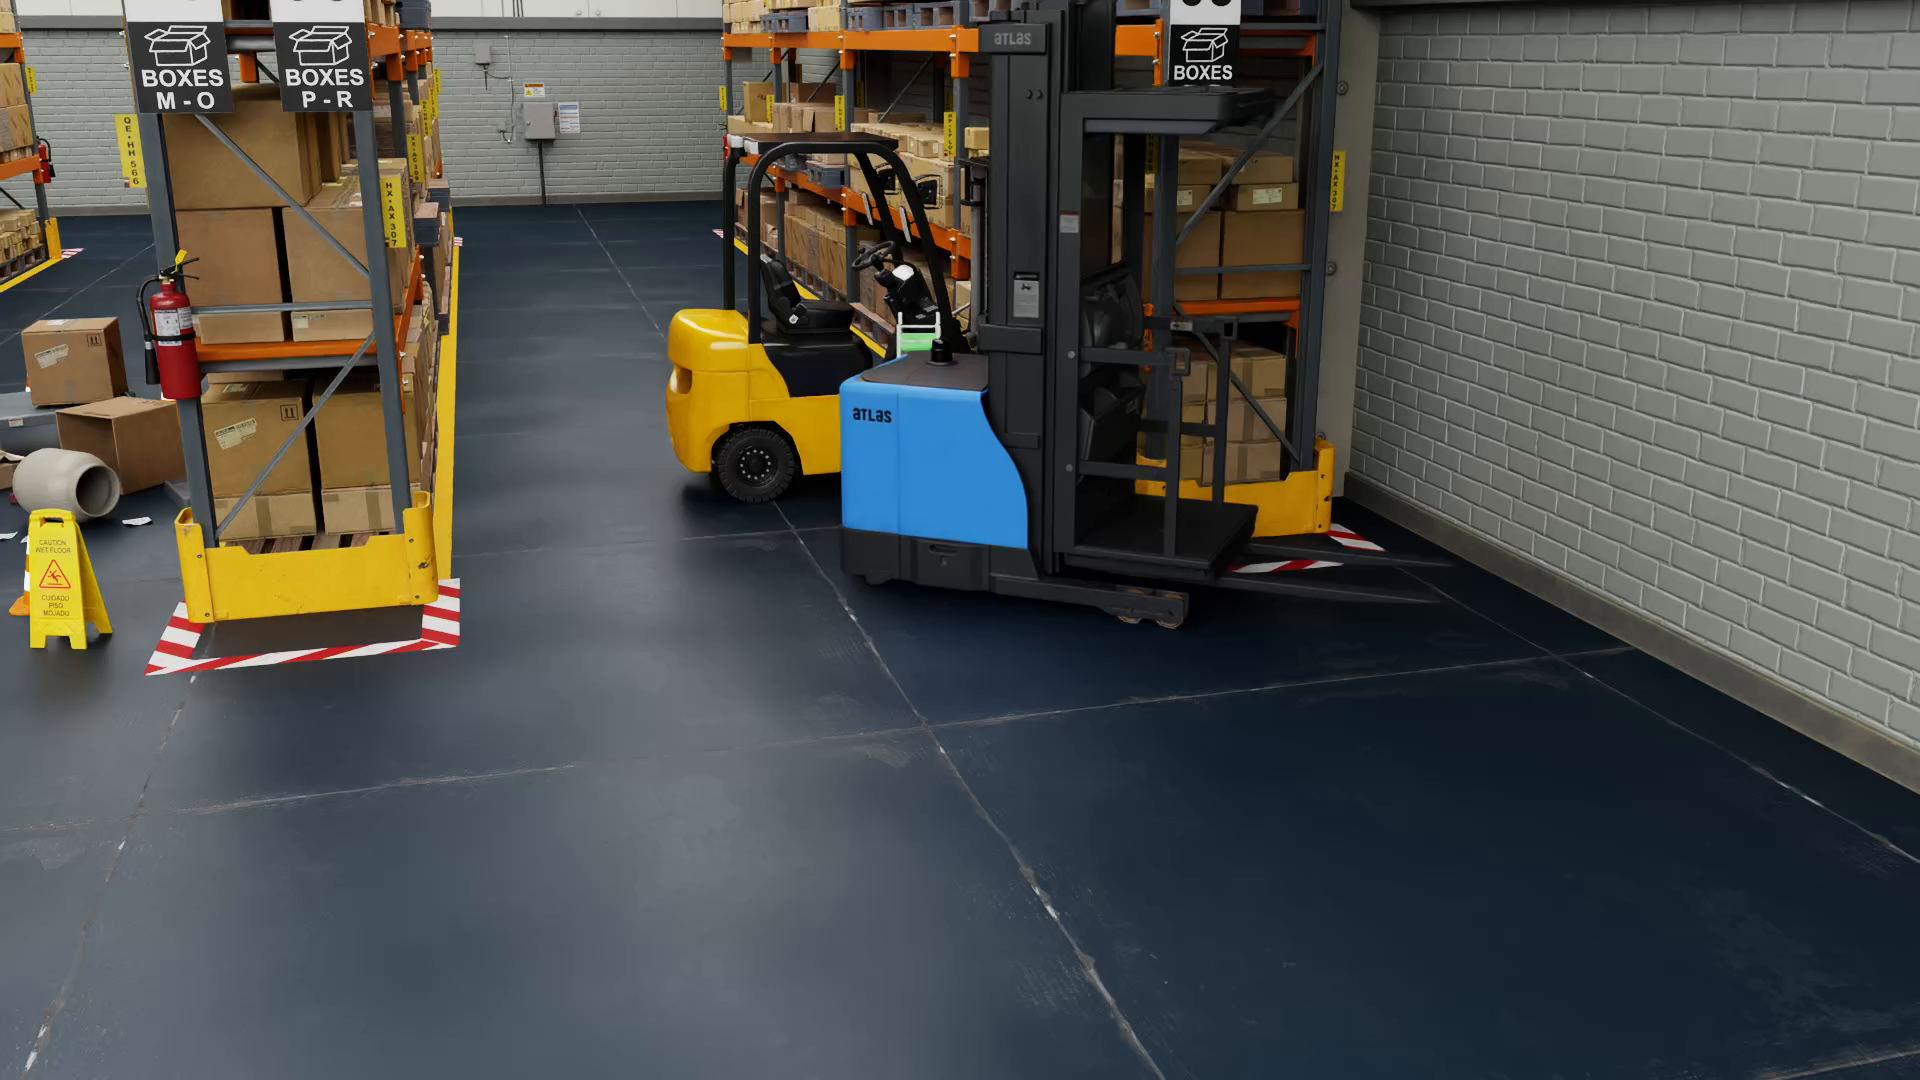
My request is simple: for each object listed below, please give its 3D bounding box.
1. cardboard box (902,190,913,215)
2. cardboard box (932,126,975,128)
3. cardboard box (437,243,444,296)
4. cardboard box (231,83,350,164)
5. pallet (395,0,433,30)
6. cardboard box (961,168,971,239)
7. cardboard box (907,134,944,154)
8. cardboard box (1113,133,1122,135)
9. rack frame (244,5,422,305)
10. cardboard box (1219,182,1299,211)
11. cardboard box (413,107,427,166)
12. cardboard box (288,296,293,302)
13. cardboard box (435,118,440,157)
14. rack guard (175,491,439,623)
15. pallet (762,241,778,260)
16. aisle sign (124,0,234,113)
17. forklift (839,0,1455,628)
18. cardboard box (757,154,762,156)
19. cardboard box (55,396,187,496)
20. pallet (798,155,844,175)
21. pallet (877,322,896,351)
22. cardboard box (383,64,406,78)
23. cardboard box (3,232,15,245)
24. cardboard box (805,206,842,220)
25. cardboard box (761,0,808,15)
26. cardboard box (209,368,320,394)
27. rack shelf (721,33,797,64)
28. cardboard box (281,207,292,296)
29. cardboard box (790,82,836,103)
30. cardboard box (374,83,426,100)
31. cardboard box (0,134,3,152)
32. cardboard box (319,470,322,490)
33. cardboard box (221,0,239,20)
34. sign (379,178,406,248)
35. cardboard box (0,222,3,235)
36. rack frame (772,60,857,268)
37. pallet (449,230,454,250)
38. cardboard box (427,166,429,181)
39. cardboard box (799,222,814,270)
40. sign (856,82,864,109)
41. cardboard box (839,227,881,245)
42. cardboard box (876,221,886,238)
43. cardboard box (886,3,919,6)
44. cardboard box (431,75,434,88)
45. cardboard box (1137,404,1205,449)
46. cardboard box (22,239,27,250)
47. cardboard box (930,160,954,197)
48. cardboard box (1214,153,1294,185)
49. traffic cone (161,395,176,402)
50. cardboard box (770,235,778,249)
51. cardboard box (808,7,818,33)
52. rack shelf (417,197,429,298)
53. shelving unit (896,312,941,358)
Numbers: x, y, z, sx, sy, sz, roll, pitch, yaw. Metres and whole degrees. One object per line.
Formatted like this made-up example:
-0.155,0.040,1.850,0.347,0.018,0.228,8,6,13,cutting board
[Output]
-0.194,-2.925,14.235,0.500,0.250,0.500,-5,17,-15,cardboard box
-0.042,-3.788,15.547,0.380,0.149,0.250,-5,17,-16,cardboard box
-5.775,-2.940,16.990,0.875,0.875,0.875,-4,17,-15,cardboard box
-4.412,-2.736,10.918,0.700,0.500,0.500,-5,17,-16,cardboard box
-4.680,-4.018,12.727,1.213,0.211,1.003,-5,17,-15,pallet
0.318,-2.504,12.399,0.500,0.500,0.500,-5,17,-17,cardboard box
-0.240,-3.386,14.208,0.380,0.149,0.250,-5,17,-15,cardboard box
1.121,-2.753,11.586,0.380,0.149,0.250,-5,17,-16,cardboard box
-4.325,-2.206,11.581,1.000,3.000,0.127,-5,17,-15,rack frame
1.702,-1.966,9.481,0.380,0.149,0.250,-5,17,-17,cardboard box
-4.879,-3.458,14.328,0.500,0.500,0.500,-5,17,-16,cardboard box
-3.795,-1.350,9.170,0.380,0.149,0.250,-4,17,-14,cardboard box
-6.807,-5.037,20.833,0.500,0.500,0.500,-4,17,-14,cardboard box
-3.246,0.077,8.327,1.175,0.500,0.348,-5,17,-15,rack guard
-1.939,-3.667,21.292,1.003,0.211,1.213,-5,17,-15,pallet
-3.487,-2.304,7.390,0.394,0.787,0.004,-5,17,-15,aisle sign
0.942,-1.150,8.185,3.031,2.935,1.130,7,18,21,forklift
-2.412,-5.043,21.465,0.380,0.149,0.250,-5,17,-16,cardboard box
-5.338,-0.606,10.596,0.500,0.500,0.500,7,18,23,cardboard box
-1.191,-4.151,18.392,1.003,0.211,1.213,-5,17,-15,pallet
-0.132,-1.803,15.086,1.003,0.211,1.213,-5,17,-15,pallet
-6.557,-5.501,19.512,0.380,0.149,0.250,-5,17,-16,cardboard box
-11.583,-3.602,19.939,0.380,0.149,0.250,-4,17,-12,cardboard box
-1.588,-3.791,19.347,0.380,0.149,0.250,-5,17,-16,cardboard box
-2.125,-6.433,20.184,0.500,0.250,0.500,-5,17,-15,cardboard box
-3.843,-0.688,9.274,0.500,0.500,0.500,-4,17,-13,cardboard box
-2.301,-6.457,21.772,1.077,0.370,4.000,-5,17,-15,rack shelf
-3.772,-1.557,8.730,0.500,0.500,0.500,-5,17,-15,cardboard box
-1.905,-5.675,21.570,0.500,0.500,0.500,-5,17,-17,cardboard box
-5.733,-4.415,17.025,0.500,0.500,0.500,-4,17,-14,cardboard box
-11.571,-4.771,19.430,0.500,0.500,0.500,-4,17,-12,cardboard box
-3.841,-0.330,9.386,0.500,0.250,0.500,-5,17,-15,cardboard box
-3.592,-2.492,7.757,0.380,0.149,0.250,-5,17,-15,cardboard box
-2.704,-1.557,7.916,0.100,0.325,0.005,-5,17,-15,sign
-11.555,-3.666,19.634,0.380,0.149,0.250,-5,17,-15,cardboard box
-1.752,-4.812,20.258,1.000,3.000,0.127,-5,17,-15,rack frame
-7.327,-3.975,22.317,1.003,0.211,1.213,-5,17,-15,pallet
-4.852,-3.186,14.552,0.380,0.149,0.250,-5,17,-16,cardboard box
-1.546,-3.380,19.104,0.500,0.500,0.500,-5,17,-17,cardboard box
-1.219,-5.411,20.241,0.100,0.325,0.005,-5,17,-15,sign
-1.032,-3.137,17.168,0.380,0.149,0.250,-6,18,-18,cardboard box
-0.688,-3.327,17.802,0.380,0.149,0.250,-4,17,-15,cardboard box
-0.523,-5.381,16.506,0.380,0.149,0.250,-5,17,-15,cardboard box
-6.956,-5.658,21.162,0.500,0.500,0.500,-5,17,-16,cardboard box
1.112,-0.726,9.837,0.500,0.250,0.500,-5,17,-16,cardboard box
-11.851,-3.669,20.679,0.380,0.149,0.250,-5,17,-16,cardboard box
0.066,-2.882,13.226,0.500,0.250,0.500,-5,17,-16,cardboard box
1.659,-2.104,9.423,0.380,0.149,0.250,-5,17,-16,cardboard box
-6.011,-1.223,12.720,0.336,0.463,0.334,-5,17,-15,traffic cone
-2.187,-3.779,21.043,0.380,0.149,0.250,-5,18,-17,cardboard box
-1.303,-5.471,17.497,0.500,0.250,0.500,-5,17,-15,cardboard box
-4.874,-2.414,13.526,1.077,0.370,4.000,-5,17,-15,rack shelf
-0.234,-0.685,9.648,0.258,1.200,0.503,0,17,-1,shelving unit
